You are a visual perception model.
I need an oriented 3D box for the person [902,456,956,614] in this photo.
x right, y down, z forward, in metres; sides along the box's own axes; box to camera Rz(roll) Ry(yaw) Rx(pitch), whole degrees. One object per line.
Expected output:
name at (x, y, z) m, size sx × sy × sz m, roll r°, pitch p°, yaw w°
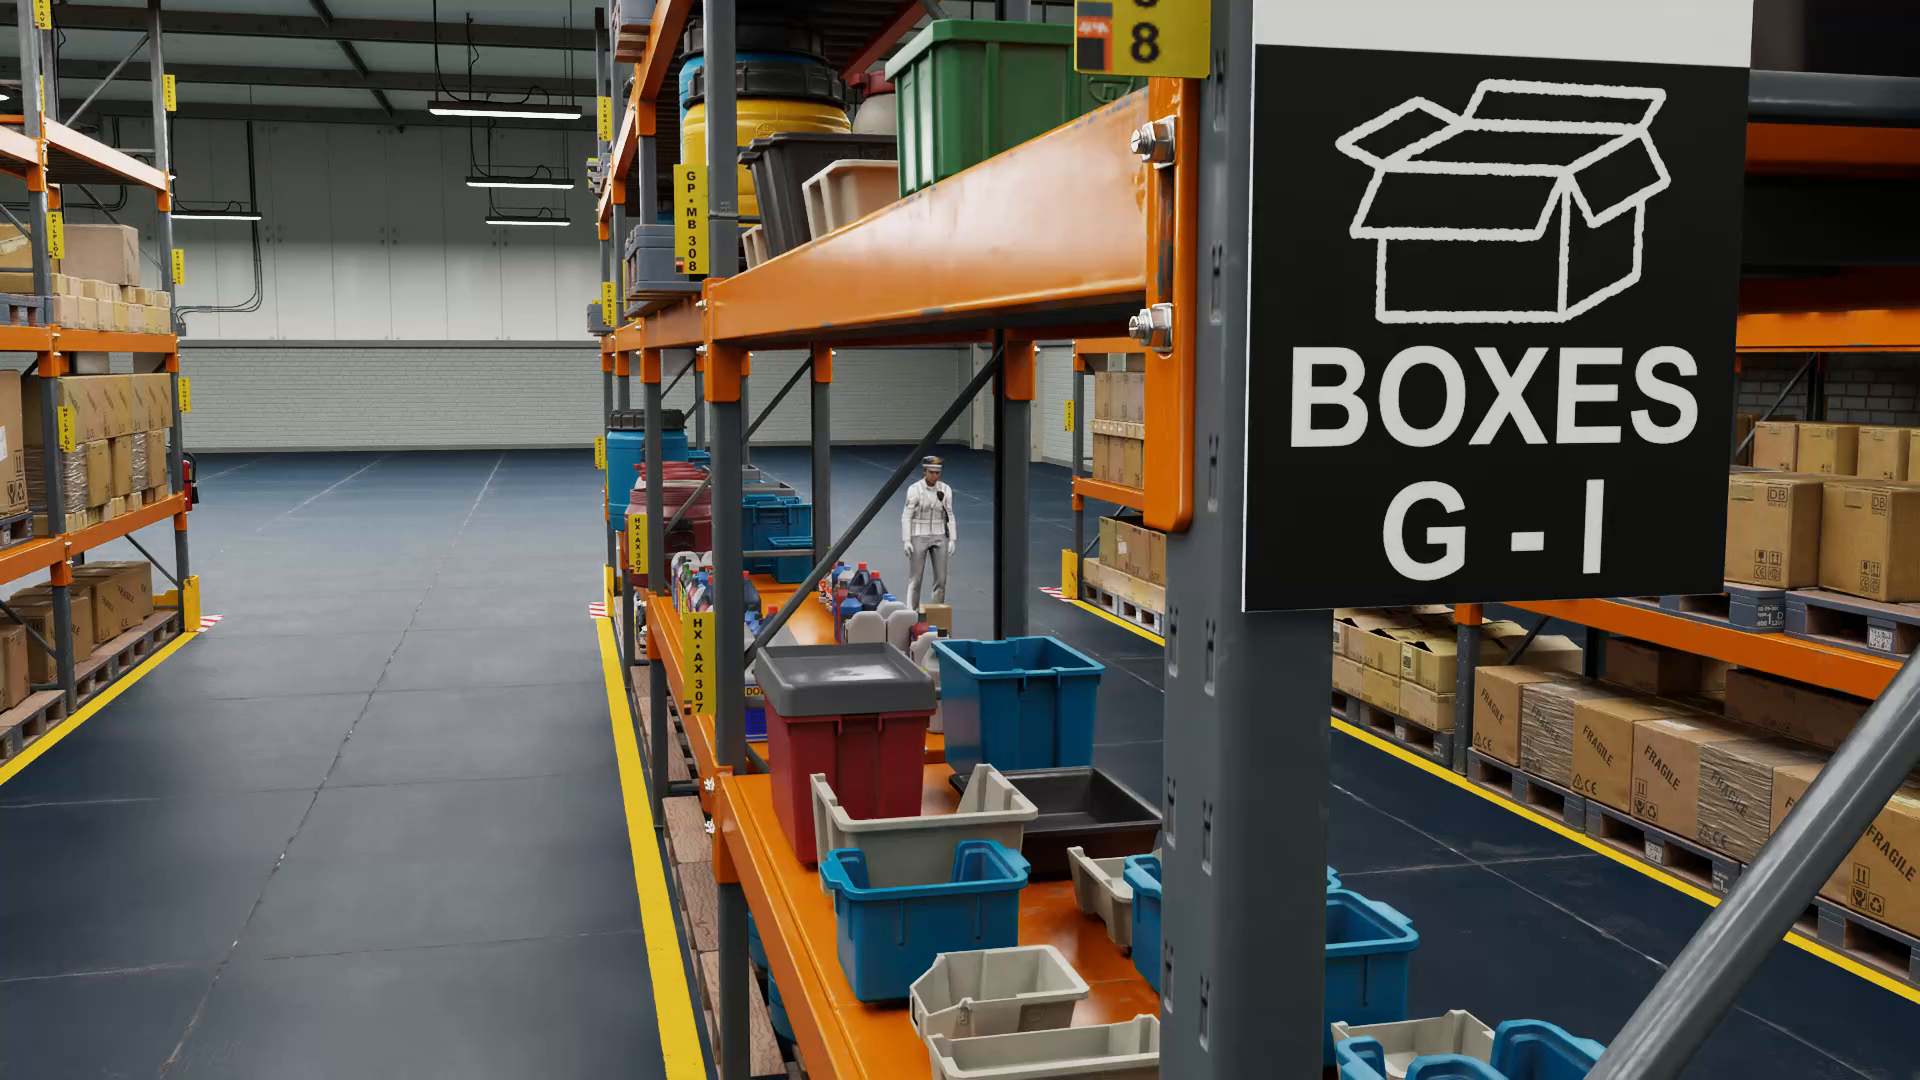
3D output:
person at (-0.293, 0.022, 15.964) m, size 0.532 × 1.663 × 0.378 m, roll -2°, pitch 6°, yaw -14°
